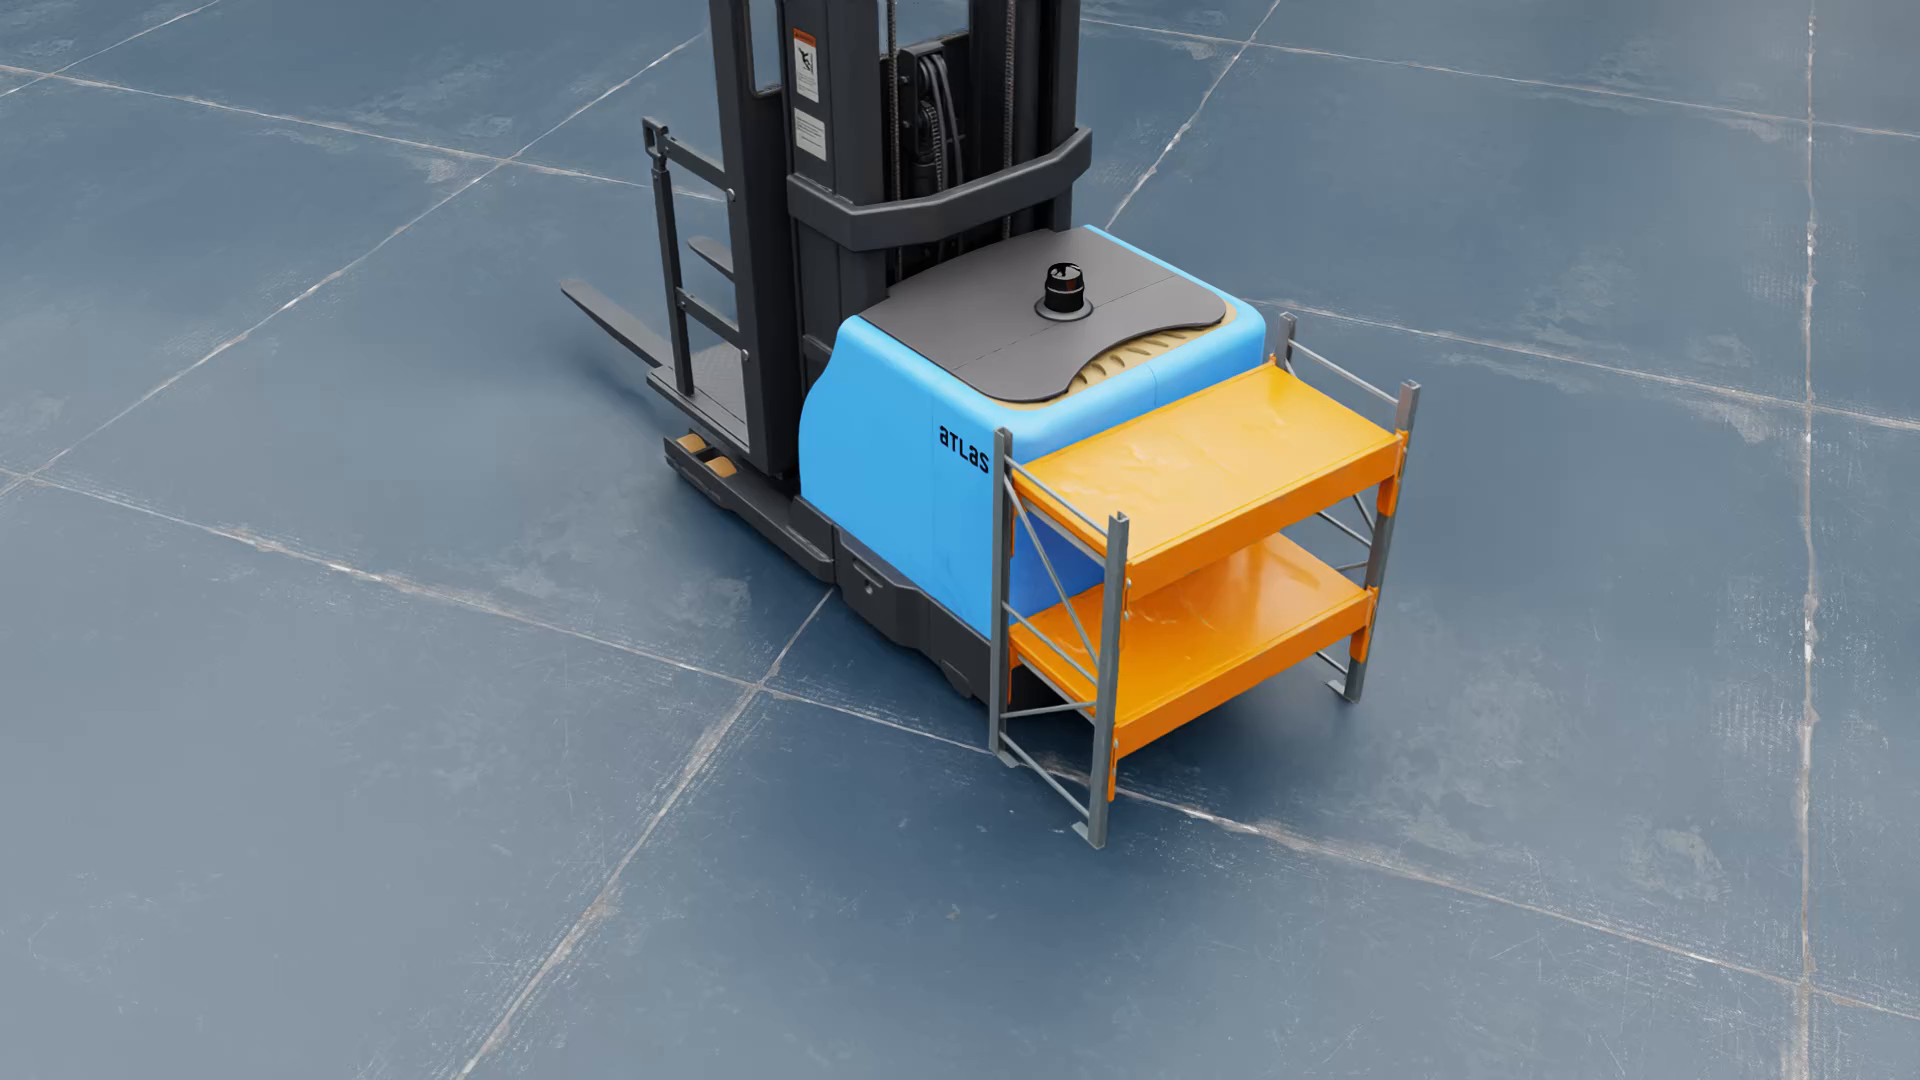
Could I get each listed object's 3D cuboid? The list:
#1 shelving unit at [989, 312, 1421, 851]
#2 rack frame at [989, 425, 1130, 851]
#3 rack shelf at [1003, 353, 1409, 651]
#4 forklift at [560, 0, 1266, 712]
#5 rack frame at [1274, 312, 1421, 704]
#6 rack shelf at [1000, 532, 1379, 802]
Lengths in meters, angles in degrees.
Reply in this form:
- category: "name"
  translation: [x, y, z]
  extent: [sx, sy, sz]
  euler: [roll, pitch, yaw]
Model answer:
- category: "shelving unit"
  translation: [0.656, 0.104, 4.671]
  extent: [1.048, 1.125, 0.538]
  euler: [-24, 43, -28]
- category: "rack frame"
  translation: [0.245, 0.283, 4.432]
  extent: [0.032, 1.125, 0.500]
  euler: [-24, 43, -28]
- category: "rack shelf"
  translation: [0.656, -0.130, 4.496]
  extent: [1.000, 0.278, 0.538]
  euler: [-24, 43, -28]
- category: "forklift"
  translation: [-0.412, -1.473, 5.272]
  extent: [1.130, 2.935, 3.031]
  euler: [-26, 44, -31]
- category: "rack frame"
  translation: [1.067, -0.075, 4.911]
  extent: [0.032, 1.125, 0.500]
  euler: [-24, 43, -28]
- category: "rack shelf"
  translation: [0.656, 0.300, 4.818]
  extent: [1.000, 0.278, 0.538]
  euler: [-24, 43, -28]
